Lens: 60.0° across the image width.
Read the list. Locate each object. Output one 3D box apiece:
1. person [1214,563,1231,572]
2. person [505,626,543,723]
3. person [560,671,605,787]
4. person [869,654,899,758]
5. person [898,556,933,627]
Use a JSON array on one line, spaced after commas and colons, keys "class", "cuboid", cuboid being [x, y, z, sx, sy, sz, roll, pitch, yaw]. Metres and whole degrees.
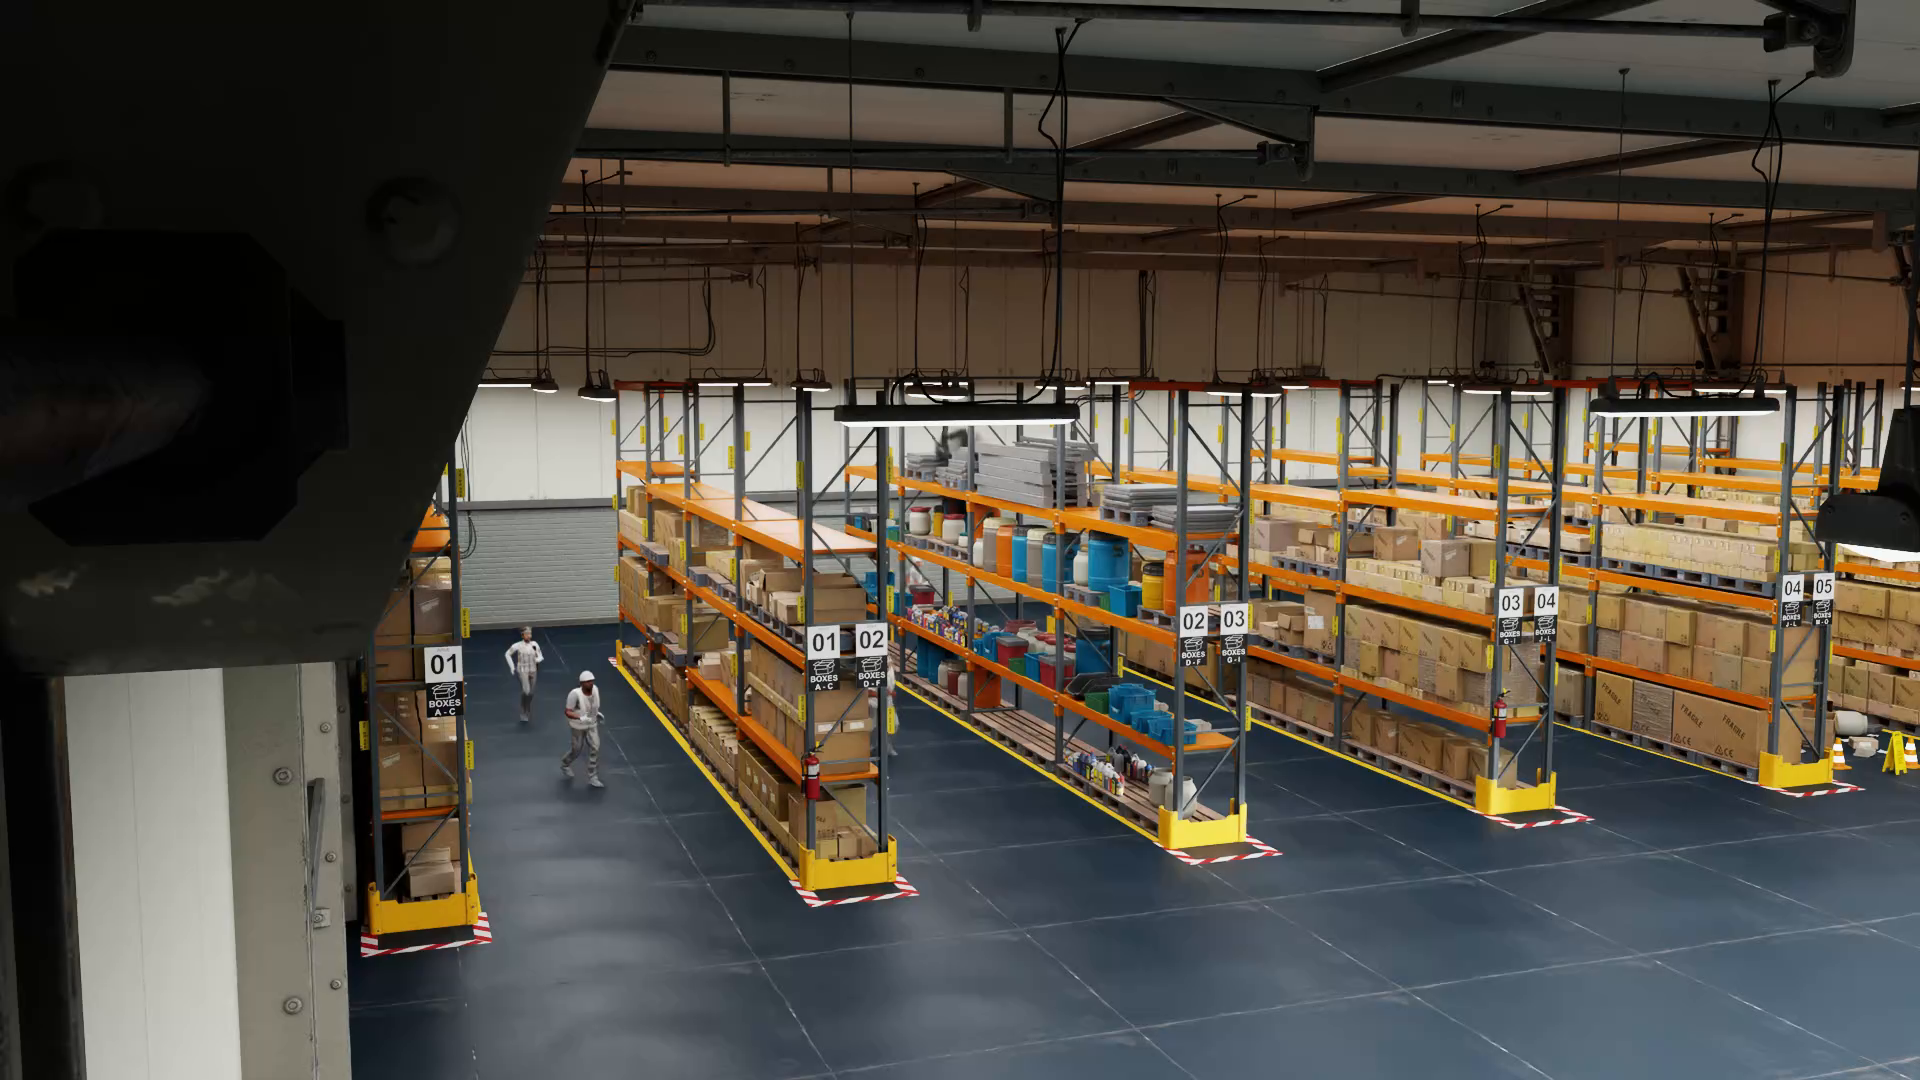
[{"class": "person", "cuboid": [6.448, 1.152, 41.024, 0.539, 1.696, 0.788, 3, 7, 29]}, {"class": "person", "cuboid": [-7.689, 2.376, 29.507, 0.597, 1.718, 0.694, -4, 7, -36]}, {"class": "person", "cuboid": [-5.713, 2.813, 25.080, 0.695, 1.750, 0.950, -6, 8, -43]}, {"class": "person", "cuboid": [-1.268, 2.654, 26.833, 0.713, 1.717, 0.974, -5, 8, -37]}, {"class": "person", "cuboid": [-1.043, 1.281, 39.390, 0.834, 1.827, 0.654, 0, 6, 2]}]
